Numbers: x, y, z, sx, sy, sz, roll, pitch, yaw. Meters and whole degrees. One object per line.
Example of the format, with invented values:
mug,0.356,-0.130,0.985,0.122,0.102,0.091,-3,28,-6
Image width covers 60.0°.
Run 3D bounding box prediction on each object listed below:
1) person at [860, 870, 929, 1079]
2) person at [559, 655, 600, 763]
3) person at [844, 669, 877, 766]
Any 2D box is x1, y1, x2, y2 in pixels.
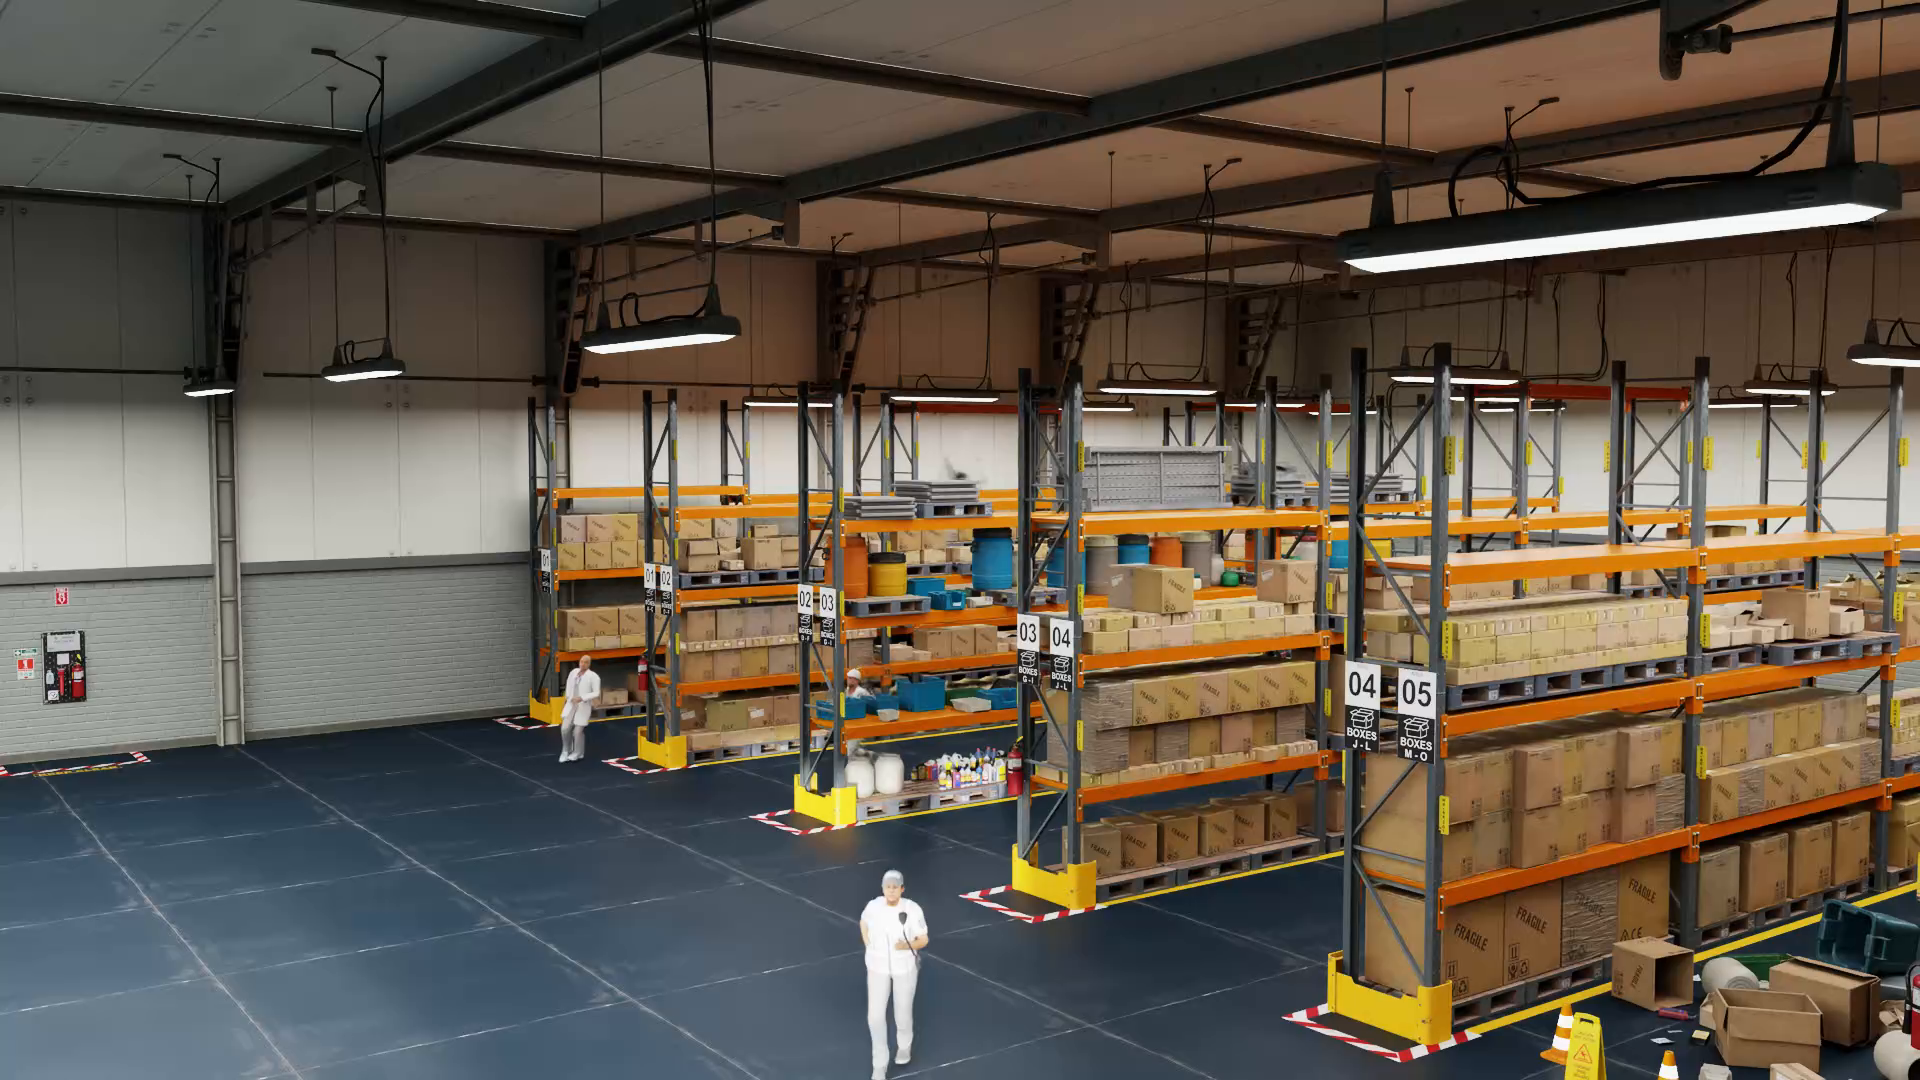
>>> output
person,-0.543,3.530,13.539,0.587,1.715,0.730,0,3,4
person,-6.107,2.719,26.732,0.706,1.752,0.673,1,3,12
person,-1.509,2.812,25.178,0.711,1.738,0.633,-3,4,-38
